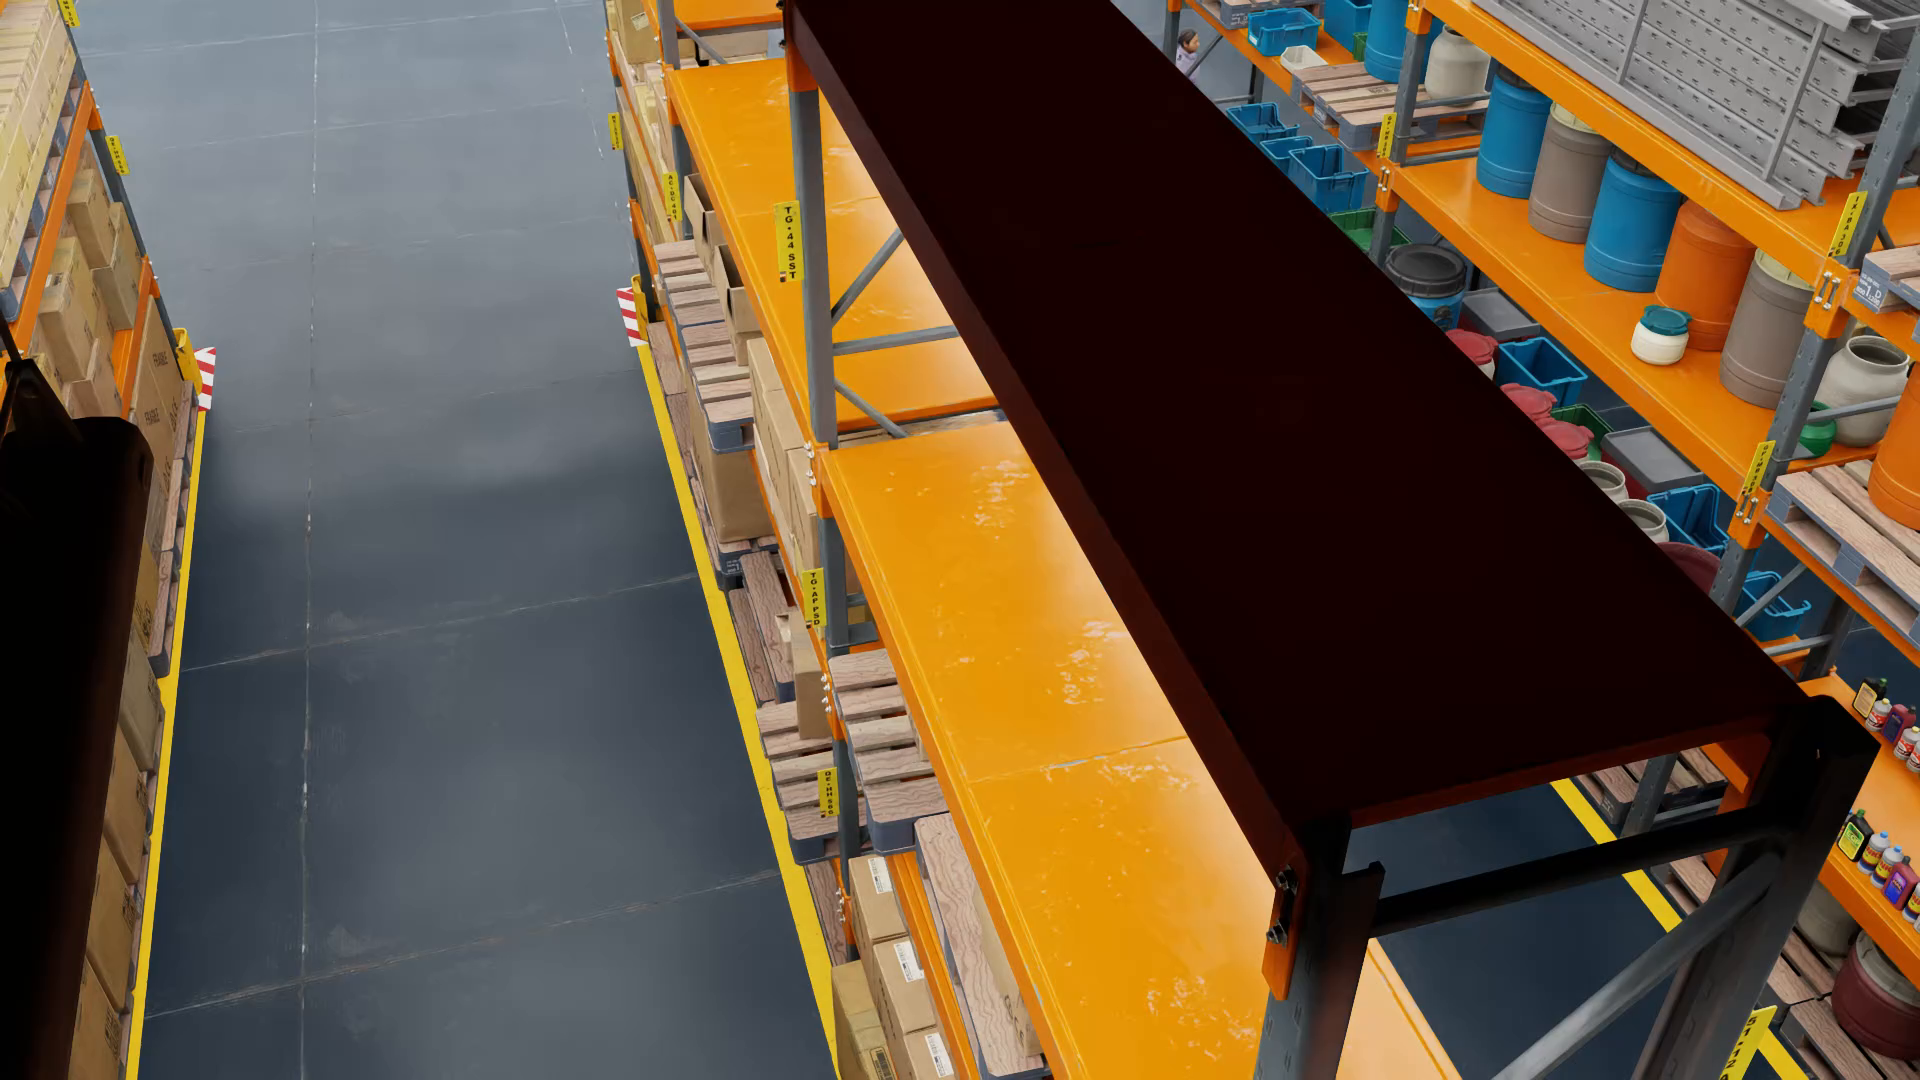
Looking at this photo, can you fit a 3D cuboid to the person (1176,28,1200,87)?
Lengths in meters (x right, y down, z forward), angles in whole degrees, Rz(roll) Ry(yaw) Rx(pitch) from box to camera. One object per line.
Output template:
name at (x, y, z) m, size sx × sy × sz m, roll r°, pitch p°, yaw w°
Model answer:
person at (2.336, -4.524, 17.208) m, size 0.903 × 1.600 × 0.534 m, roll 18°, pitch 42°, yaw 21°
